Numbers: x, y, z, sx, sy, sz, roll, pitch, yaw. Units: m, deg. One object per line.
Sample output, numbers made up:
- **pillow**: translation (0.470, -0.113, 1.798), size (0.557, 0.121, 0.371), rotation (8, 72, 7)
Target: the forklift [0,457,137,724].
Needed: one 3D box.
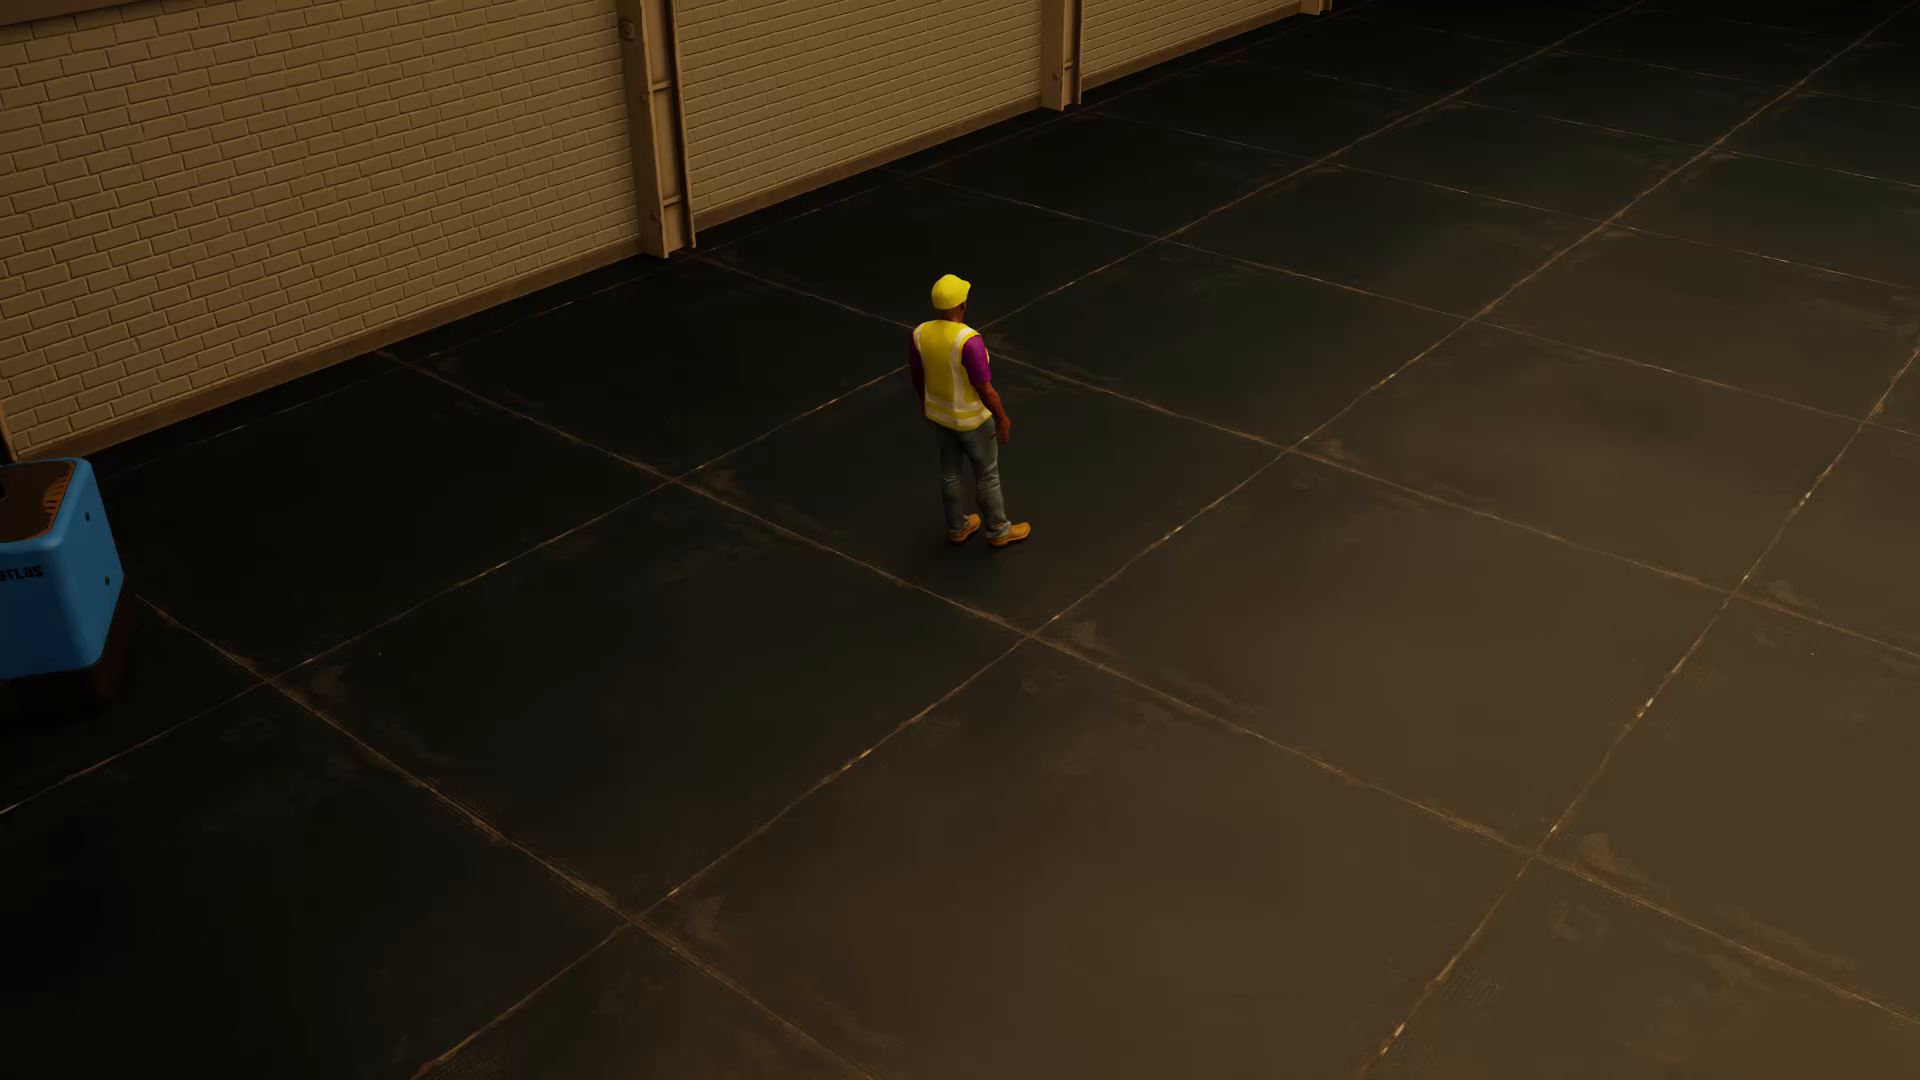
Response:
- **forklift**: translation (-6.118, -0.377, 8.240), size (3.031, 2.935, 1.130), rotation (-8, 31, -13)

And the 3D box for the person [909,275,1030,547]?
- **person**: translation (0.049, -0.794, 10.094), size (0.665, 1.765, 0.577), rotation (22, 37, 33)
